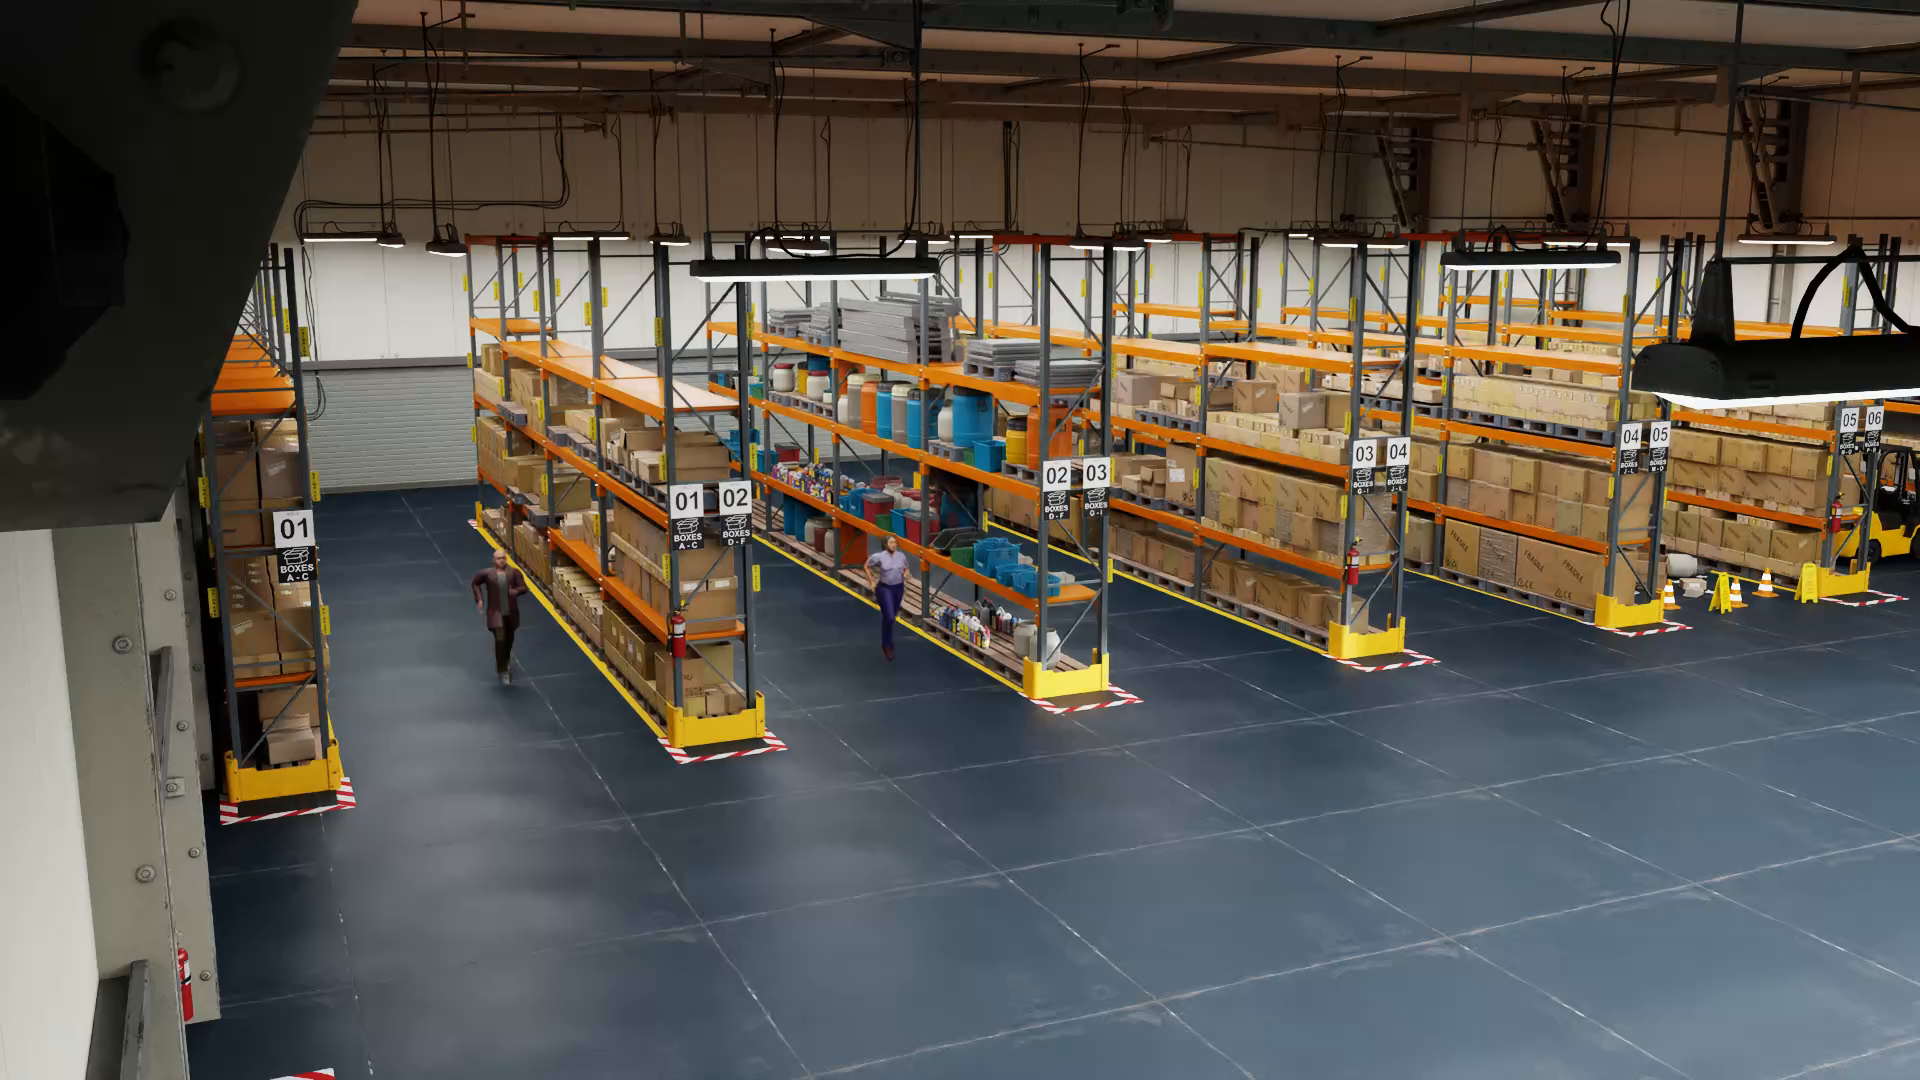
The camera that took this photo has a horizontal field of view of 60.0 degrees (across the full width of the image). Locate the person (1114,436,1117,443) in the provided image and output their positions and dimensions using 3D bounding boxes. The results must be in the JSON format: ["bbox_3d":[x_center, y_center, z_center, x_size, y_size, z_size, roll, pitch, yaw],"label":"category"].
[{"bbox_3d":[3.704,-2.564,41.862,0.603,1.687,0.717,2,11,12],"label":"person"}]

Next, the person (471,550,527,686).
[{"bbox_3d":[-6.350,1.036,23.073,0.680,1.836,0.898,-6,13,-30],"label":"person"}]

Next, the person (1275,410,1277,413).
[{"bbox_3d":[8.484,-2.957,44.011,0.787,1.693,0.773,2,11,12],"label":"person"}]

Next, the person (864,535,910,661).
[{"bbox_3d":[-0.967,0.797,23.352,0.577,1.760,0.685,-8,13,-34],"label":"person"}]
